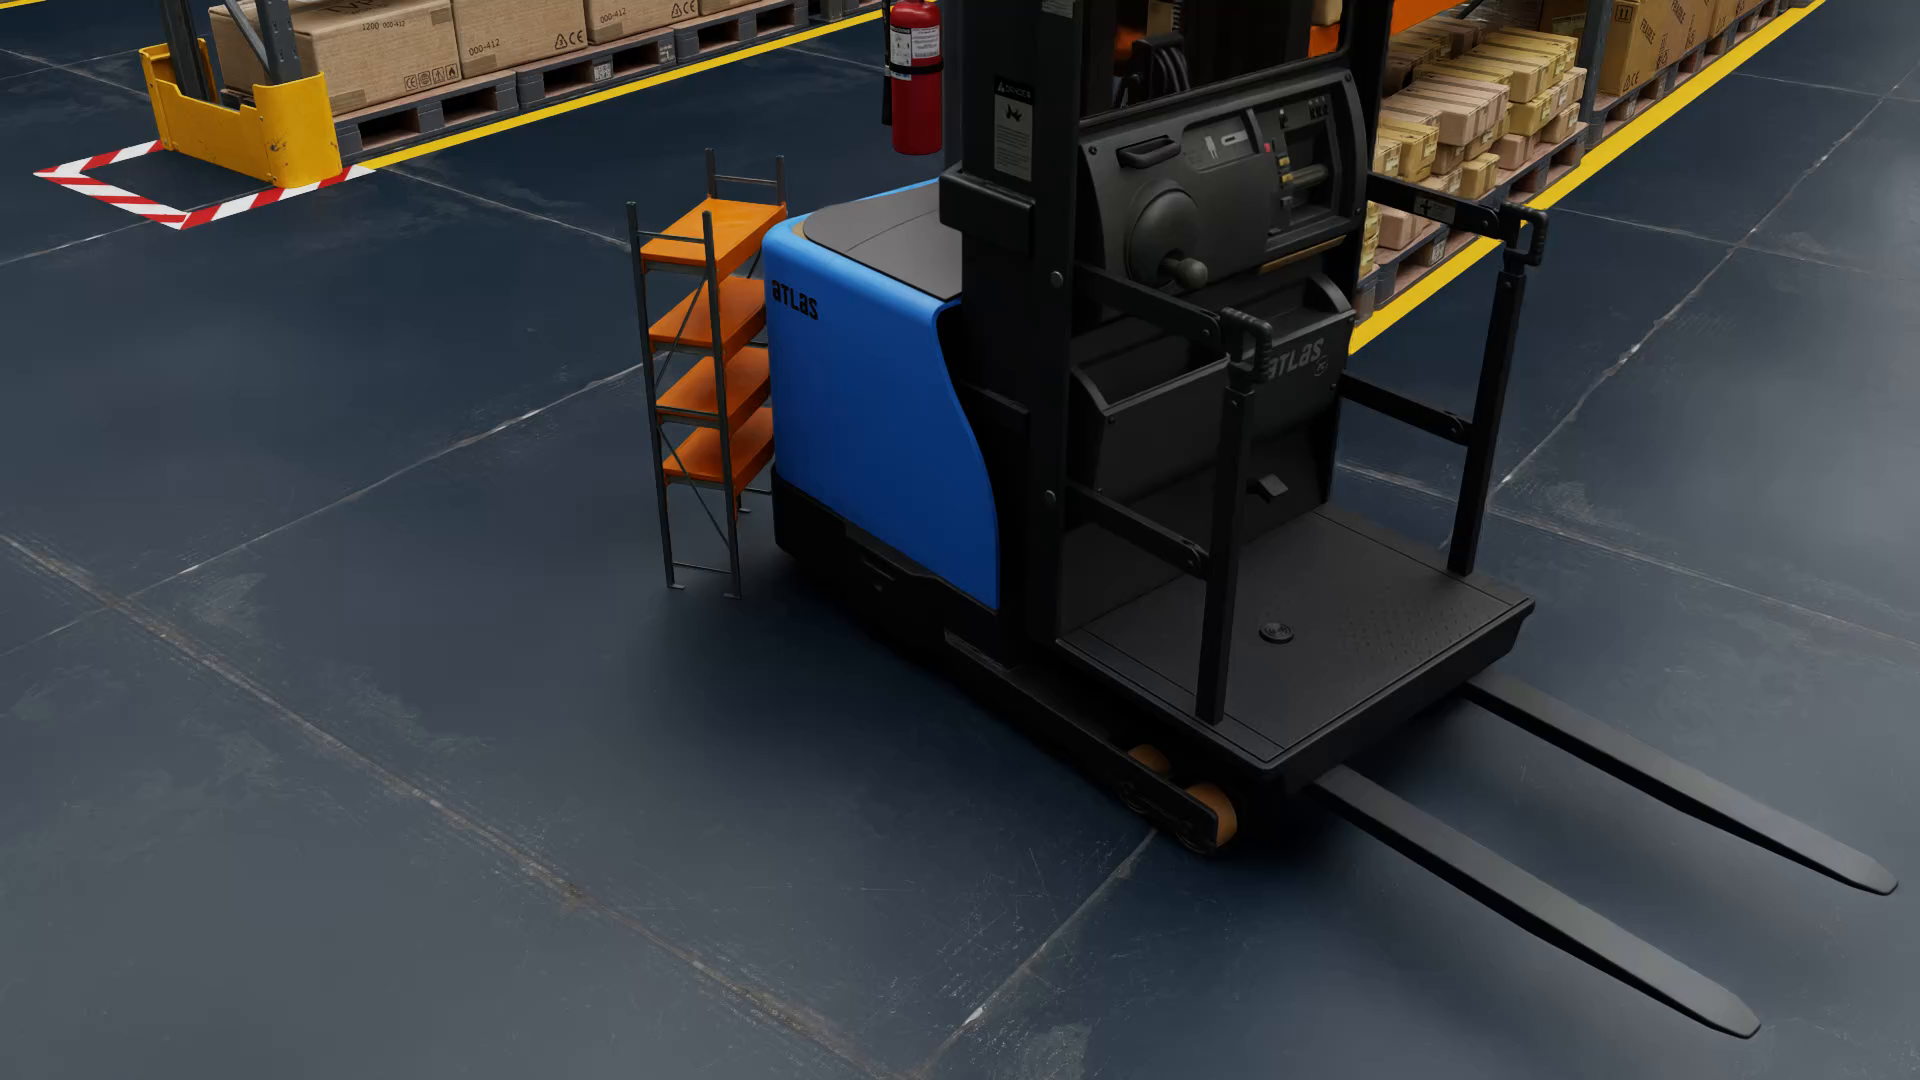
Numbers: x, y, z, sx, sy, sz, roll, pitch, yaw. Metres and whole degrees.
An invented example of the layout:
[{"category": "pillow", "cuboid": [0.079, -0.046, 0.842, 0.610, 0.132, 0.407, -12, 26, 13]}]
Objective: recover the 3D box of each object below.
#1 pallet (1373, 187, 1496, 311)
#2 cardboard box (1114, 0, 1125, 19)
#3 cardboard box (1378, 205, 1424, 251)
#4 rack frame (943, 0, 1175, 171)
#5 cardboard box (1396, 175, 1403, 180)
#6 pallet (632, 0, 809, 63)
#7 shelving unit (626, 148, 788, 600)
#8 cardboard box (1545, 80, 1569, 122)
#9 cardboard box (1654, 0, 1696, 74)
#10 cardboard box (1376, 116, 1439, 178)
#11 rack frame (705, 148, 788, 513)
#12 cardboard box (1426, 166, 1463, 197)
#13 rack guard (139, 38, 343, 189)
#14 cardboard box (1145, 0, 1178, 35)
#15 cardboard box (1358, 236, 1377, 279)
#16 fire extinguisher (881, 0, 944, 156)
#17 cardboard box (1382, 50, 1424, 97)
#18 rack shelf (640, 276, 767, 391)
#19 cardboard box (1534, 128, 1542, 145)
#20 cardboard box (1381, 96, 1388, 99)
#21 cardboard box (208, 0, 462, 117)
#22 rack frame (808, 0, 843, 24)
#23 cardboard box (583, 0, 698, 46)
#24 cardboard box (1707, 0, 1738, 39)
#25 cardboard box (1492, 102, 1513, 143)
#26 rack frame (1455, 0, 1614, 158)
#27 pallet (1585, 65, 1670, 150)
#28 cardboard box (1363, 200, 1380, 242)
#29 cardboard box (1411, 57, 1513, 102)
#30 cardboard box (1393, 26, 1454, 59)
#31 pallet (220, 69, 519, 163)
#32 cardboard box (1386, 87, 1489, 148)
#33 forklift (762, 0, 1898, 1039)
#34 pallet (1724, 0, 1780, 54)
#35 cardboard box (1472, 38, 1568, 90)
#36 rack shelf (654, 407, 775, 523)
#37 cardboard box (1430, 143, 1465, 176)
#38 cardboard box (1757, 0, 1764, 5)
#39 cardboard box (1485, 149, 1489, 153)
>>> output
[{"category": "pallet", "cuboid": [1.677, -1.420, 7.439, 1.003, 0.211, 1.213, 21, 37, 31]}, {"category": "cardboard box", "cuboid": [0.347, -1.887, 5.739, 0.380, 0.149, 0.250, 21, 37, 31]}, {"category": "cardboard box", "cuboid": [1.723, -1.357, 6.982, 0.380, 0.149, 0.250, 19, 36, 29]}, {"category": "rack frame", "cuboid": [0.375, -1.776, 5.304, 1.000, 3.000, 0.127, 21, 37, 31]}, {"category": "cardboard box", "cuboid": [1.640, -1.544, 7.005, 0.380, 0.149, 0.250, 23, 38, 34]}, {"category": "pallet", "cuboid": [-1.739, -3.399, 10.779, 1.003, 0.211, 1.213, 21, 37, 31]}, {"category": "shelving unit", "cuboid": [-0.693, -0.477, 4.879, 0.258, 1.200, 0.503, 9, 32, 15]}, {"category": "cardboard box", "cuboid": [2.700, -2.144, 8.019, 0.380, 0.149, 0.250, 19, 36, 29]}, {"category": "cardboard box", "cuboid": [3.765, -2.941, 9.311, 0.500, 0.500, 0.500, 23, 38, 33]}, {"category": "cardboard box", "cuboid": [1.741, -1.636, 6.868, 0.380, 0.149, 0.250, 22, 37, 32]}, {"category": "rack frame", "cuboid": [-0.619, -0.596, 5.079, 0.240, 1.200, 0.015, 9, 32, 15]}, {"category": "cardboard box", "cuboid": [1.989, -1.586, 7.368, 0.380, 0.149, 0.250, 22, 37, 32]}, {"category": "rack guard", "cuboid": [-3.647, -2.173, 8.427, 1.175, 0.500, 0.348, 21, 37, 31]}, {"category": "cardboard box", "cuboid": [0.832, -1.699, 5.420, 0.380, 0.149, 0.250, 21, 36, 31]}, {"category": "cardboard box", "cuboid": [1.426, -1.149, 6.632, 0.380, 0.149, 0.250, 22, 37, 32]}, {"category": "fire extinguisher", "cuboid": [-0.145, -1.622, 5.486, 0.296, 0.674, 0.183, 21, 37, 31]}, {"category": "cardboard box", "cuboid": [1.950, -2.211, 7.839, 0.380, 0.149, 0.250, 20, 36, 30]}, {"category": "rack shelf", "cuboid": [-0.693, -0.612, 4.799, 0.258, 0.148, 0.480, 9, 32, 15]}, {"category": "cardboard box", "cuboid": [2.601, -2.012, 8.087, 0.380, 0.149, 0.250, 22, 37, 33]}, {"category": "cardboard box", "cuboid": [1.951, -2.086, 7.920, 0.380, 0.149, 0.250, 19, 36, 29]}, {"category": "cardboard box", "cuboid": [-3.314, -2.636, 8.856, 0.875, 0.438, 0.875, 20, 36, 30]}, {"category": "rack frame", "cuboid": [-1.218, -4.884, 10.549, 1.000, 3.000, 0.127, 21, 37, 31]}, {"category": "cardboard box", "cuboid": [-2.222, -3.376, 10.106, 0.875, 0.438, 0.875, 20, 36, 30]}, {"category": "cardboard box", "cuboid": [4.393, -3.355, 10.009, 0.500, 0.500, 0.500, 19, 36, 29]}, {"category": "cardboard box", "cuboid": [2.322, -1.958, 7.705, 0.380, 0.149, 0.250, 21, 37, 32]}, {"category": "rack frame", "cuboid": [2.790, -3.402, 8.048, 1.000, 3.000, 0.127, 21, 37, 31]}, {"category": "pallet", "cuboid": [3.259, -2.519, 9.294, 1.003, 0.211, 1.213, 21, 37, 31]}, {"category": "cardboard box", "cuboid": [1.425, -1.284, 6.566, 0.380, 0.149, 0.250, 22, 37, 33]}, {"category": "cardboard box", "cuboid": [2.297, -2.086, 7.629, 0.380, 0.149, 0.250, 22, 37, 33]}, {"category": "cardboard box", "cuboid": [2.203, -2.442, 8.229, 0.380, 0.149, 0.250, 23, 38, 34]}, {"category": "pallet", "cuboid": [-3.212, -2.408, 9.106, 1.003, 0.211, 1.213, 21, 37, 31]}, {"category": "cardboard box", "cuboid": [2.054, -1.834, 7.204, 0.380, 0.149, 0.250, 20, 36, 30]}, {"category": "forklift", "cuboid": [0.775, -0.805, 3.734, 1.130, 2.935, 3.031, -24, 38, -34]}, {"category": "pallet", "cuboid": [4.731, -3.511, 10.967, 1.003, 0.211, 1.213, 21, 37, 31]}, {"category": "cardboard box", "cuboid": [2.660, -2.271, 7.941, 0.380, 0.149, 0.250, 22, 37, 32]}, {"category": "rack shelf", "cuboid": [-0.693, -0.249, 5.014, 0.258, 0.148, 0.480, 9, 32, 15]}, {"category": "cardboard box", "cuboid": [2.006, -1.746, 7.346, 0.380, 0.149, 0.250, 19, 36, 29]}, {"category": "cardboard box", "cuboid": [5.015, -3.785, 10.734, 0.500, 0.500, 0.500, 21, 37, 31]}, {"category": "cardboard box", "cuboid": [2.237, -1.815, 7.755, 0.380, 0.149, 0.250, 20, 36, 30]}]
